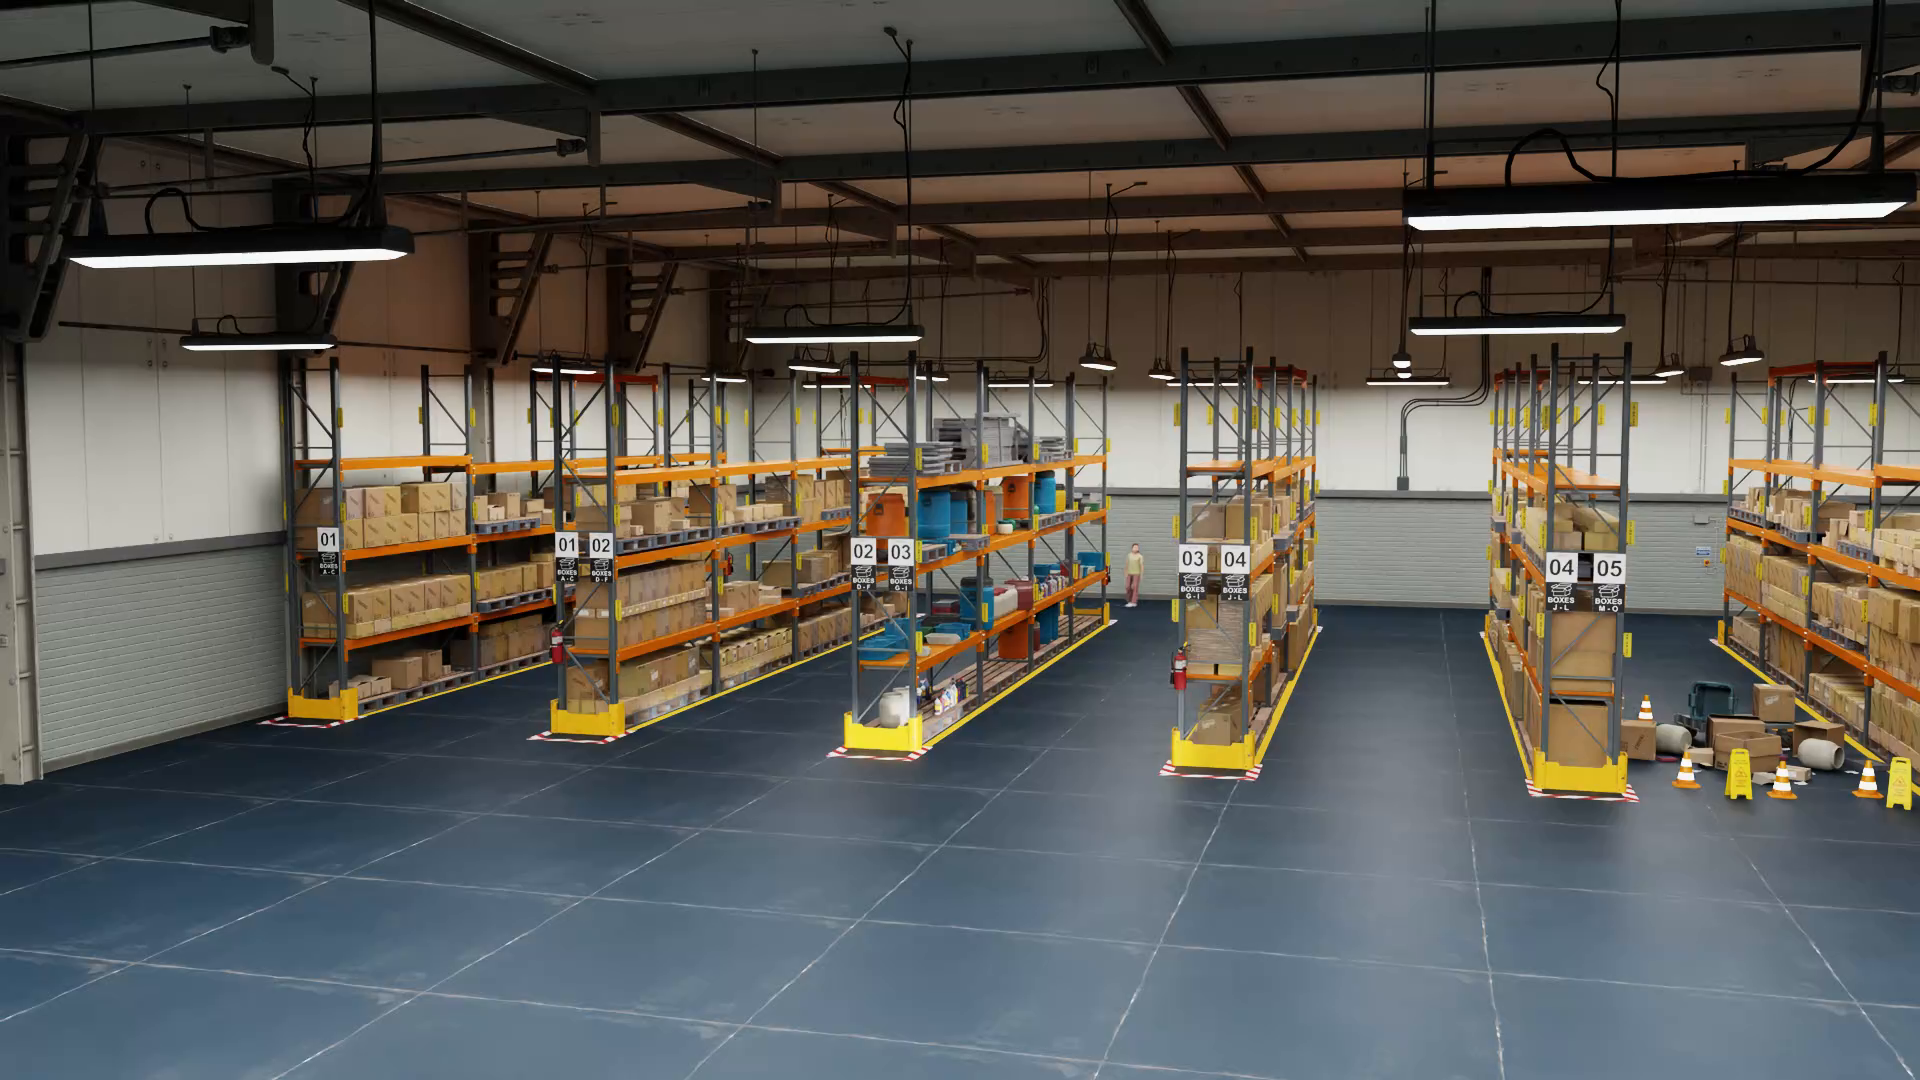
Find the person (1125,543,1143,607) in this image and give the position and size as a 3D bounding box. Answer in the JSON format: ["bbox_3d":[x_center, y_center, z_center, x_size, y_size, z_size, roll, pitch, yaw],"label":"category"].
[{"bbox_3d":[4.601,0.958,44.134,0.512,1.742,0.486,3,5,34],"label":"person"}]
